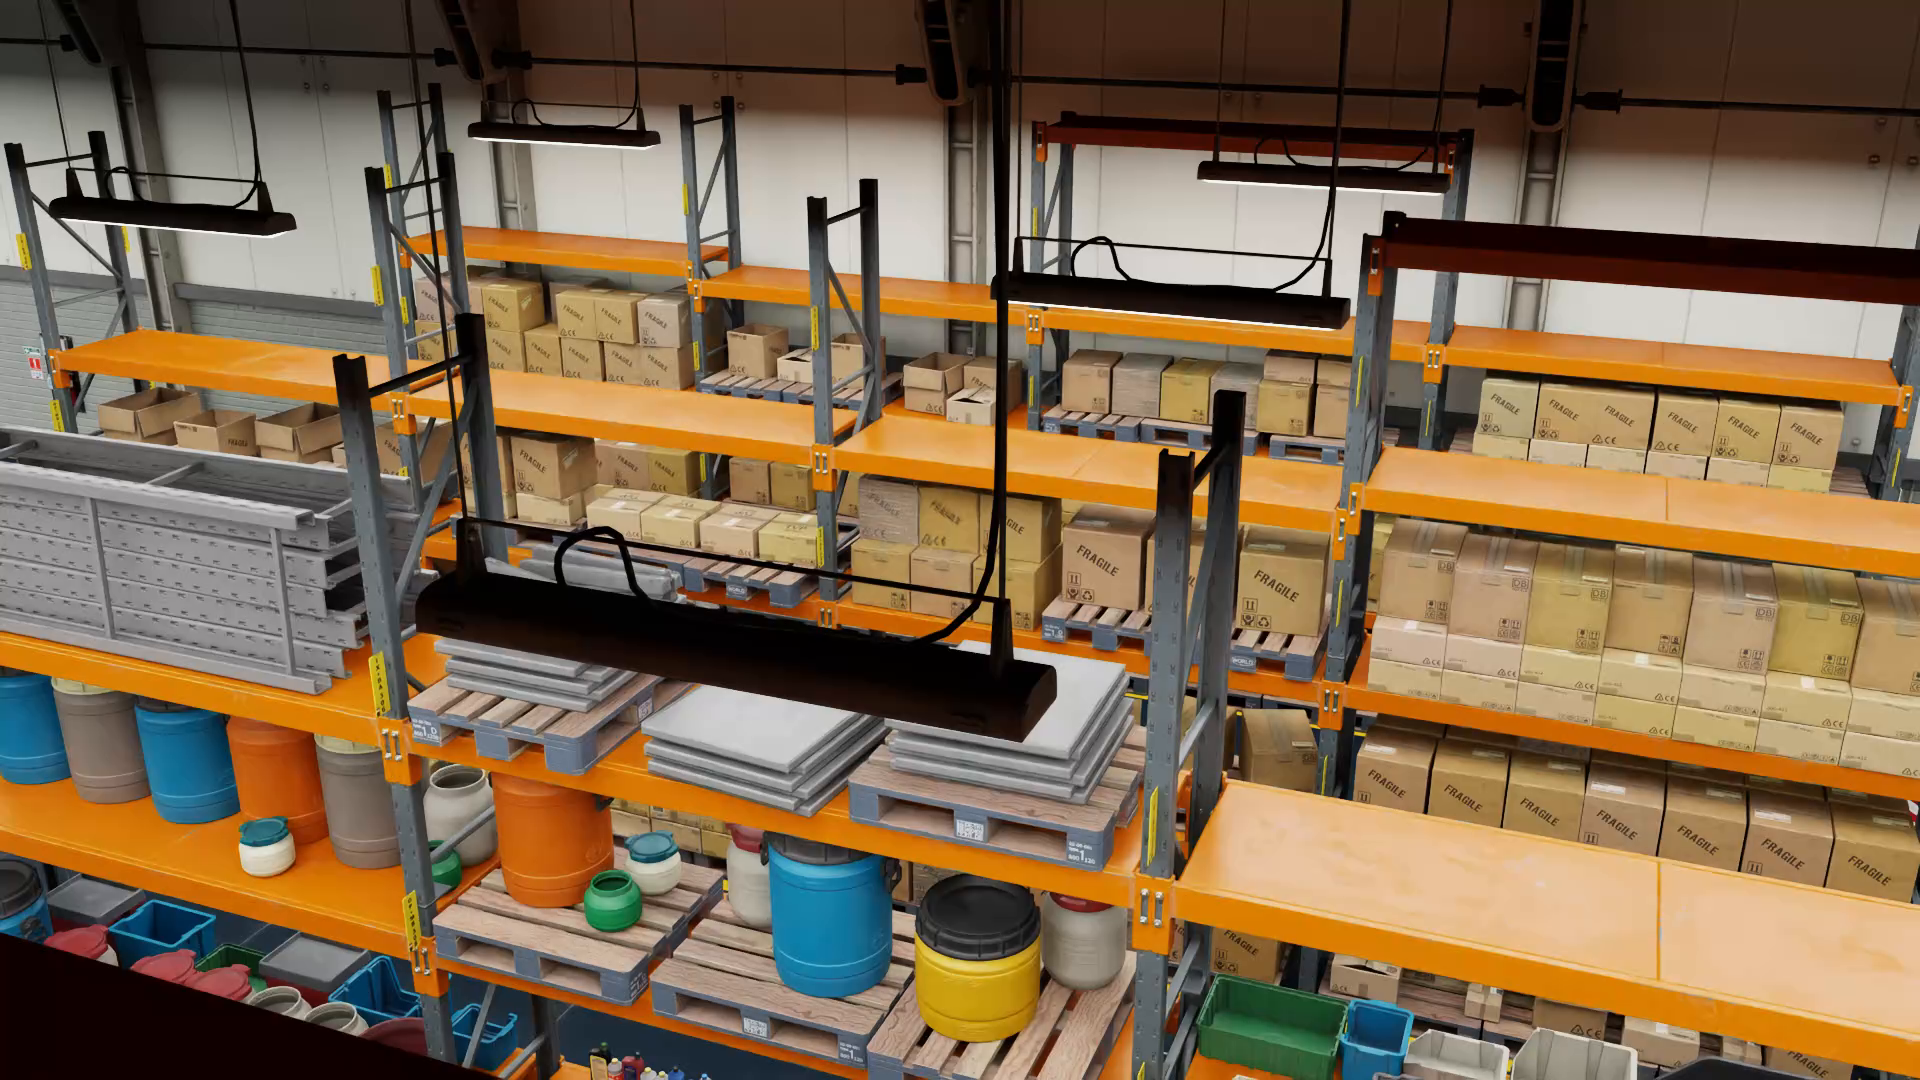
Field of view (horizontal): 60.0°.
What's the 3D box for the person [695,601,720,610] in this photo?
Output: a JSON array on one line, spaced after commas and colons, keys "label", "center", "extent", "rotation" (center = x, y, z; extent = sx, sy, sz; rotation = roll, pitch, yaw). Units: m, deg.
[{"label": "person", "center": [-2.489, 1.372, 16.527], "extent": [0.733, 1.677, 0.562], "rotation": [1, 21, 4]}]
